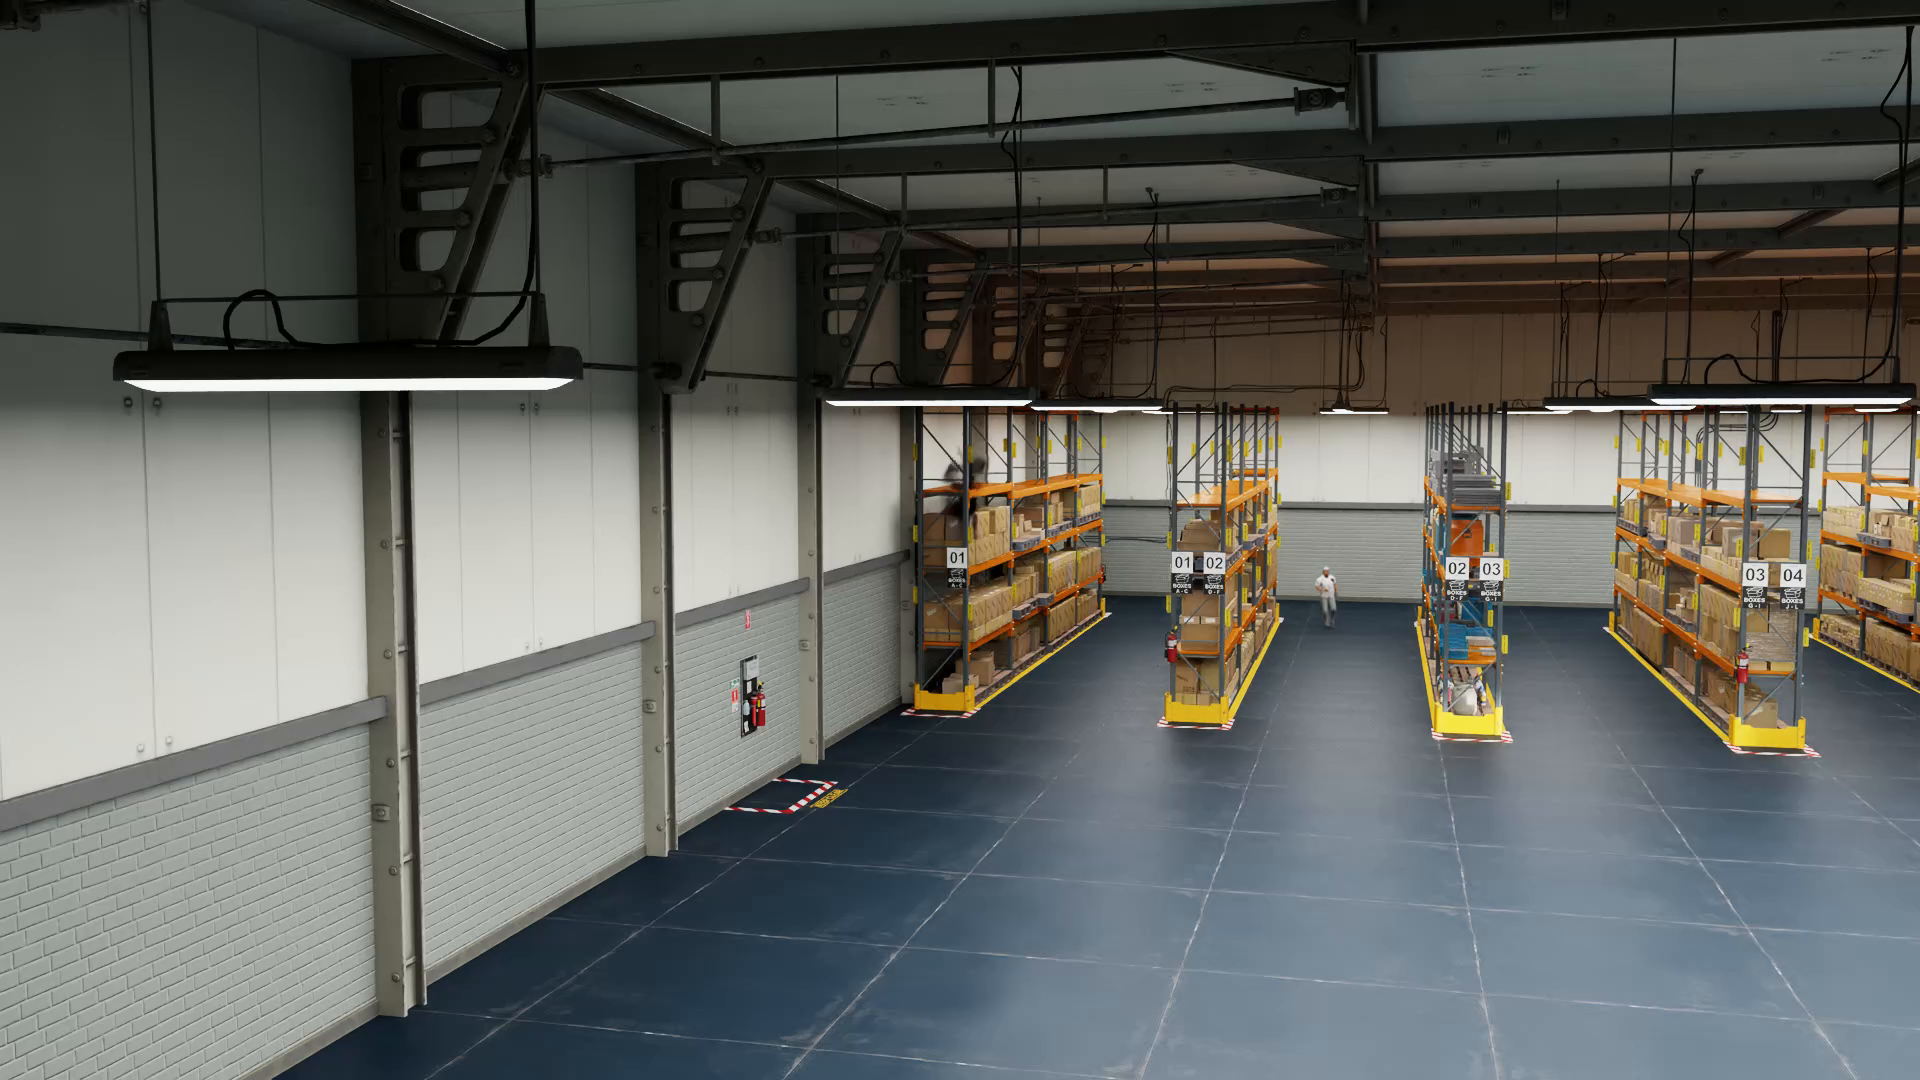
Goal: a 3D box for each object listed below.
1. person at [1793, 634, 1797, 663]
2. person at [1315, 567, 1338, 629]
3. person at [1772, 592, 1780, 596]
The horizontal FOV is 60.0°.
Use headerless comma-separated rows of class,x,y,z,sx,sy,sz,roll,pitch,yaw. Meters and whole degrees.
person,18.705,2.158,37.476,0.605,1.593,0.578,1,4,9
person,9.950,1.579,45.165,0.634,1.709,0.624,0,4,-2
person,20.956,1.690,43.271,0.742,1.674,0.992,2,5,30
